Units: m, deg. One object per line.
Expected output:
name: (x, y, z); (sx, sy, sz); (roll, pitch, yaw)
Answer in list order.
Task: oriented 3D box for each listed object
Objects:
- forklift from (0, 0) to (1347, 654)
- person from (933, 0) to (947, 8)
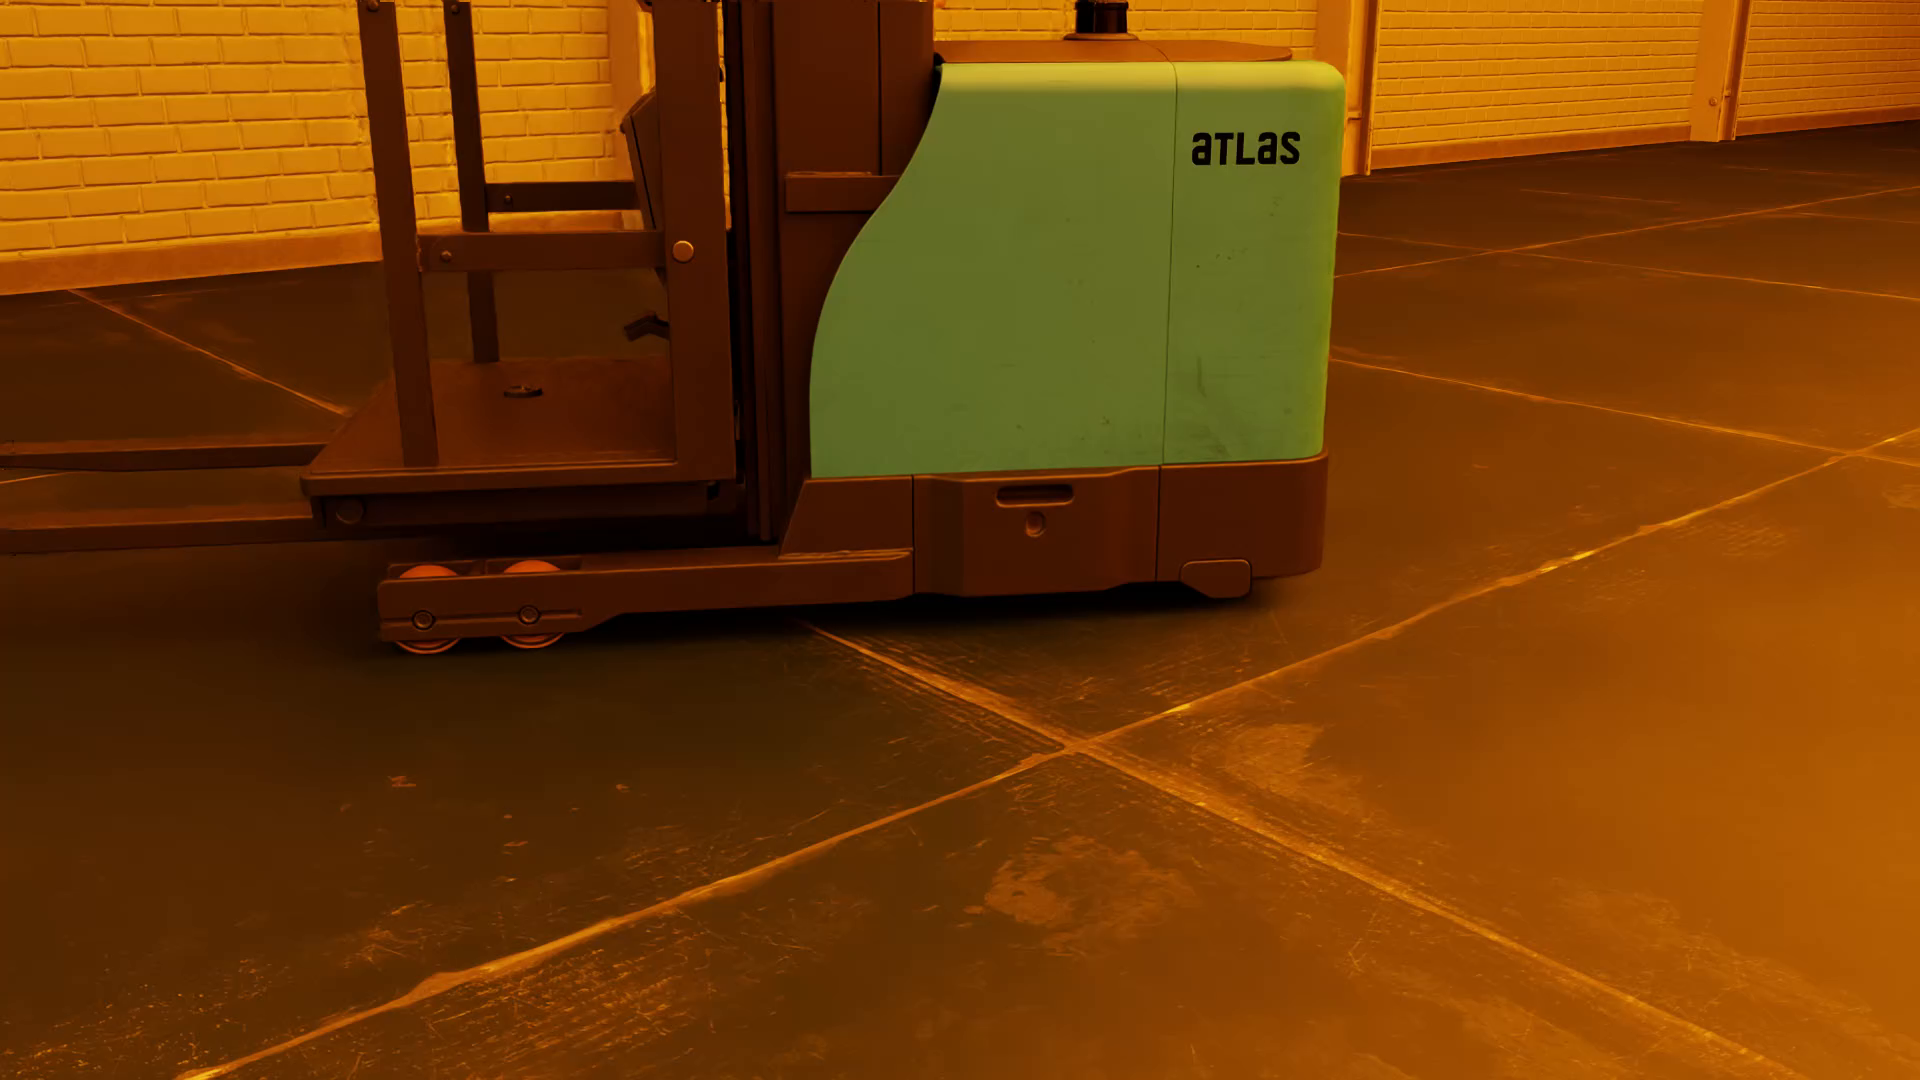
forklift: (-0.807, -1.350, 3.256); (3.031, 2.935, 1.130); (-3, 18, -8)
person: (-0.050, -1.128, 5.033); (0.834, 1.435, 0.915); (-14, 22, -37)
